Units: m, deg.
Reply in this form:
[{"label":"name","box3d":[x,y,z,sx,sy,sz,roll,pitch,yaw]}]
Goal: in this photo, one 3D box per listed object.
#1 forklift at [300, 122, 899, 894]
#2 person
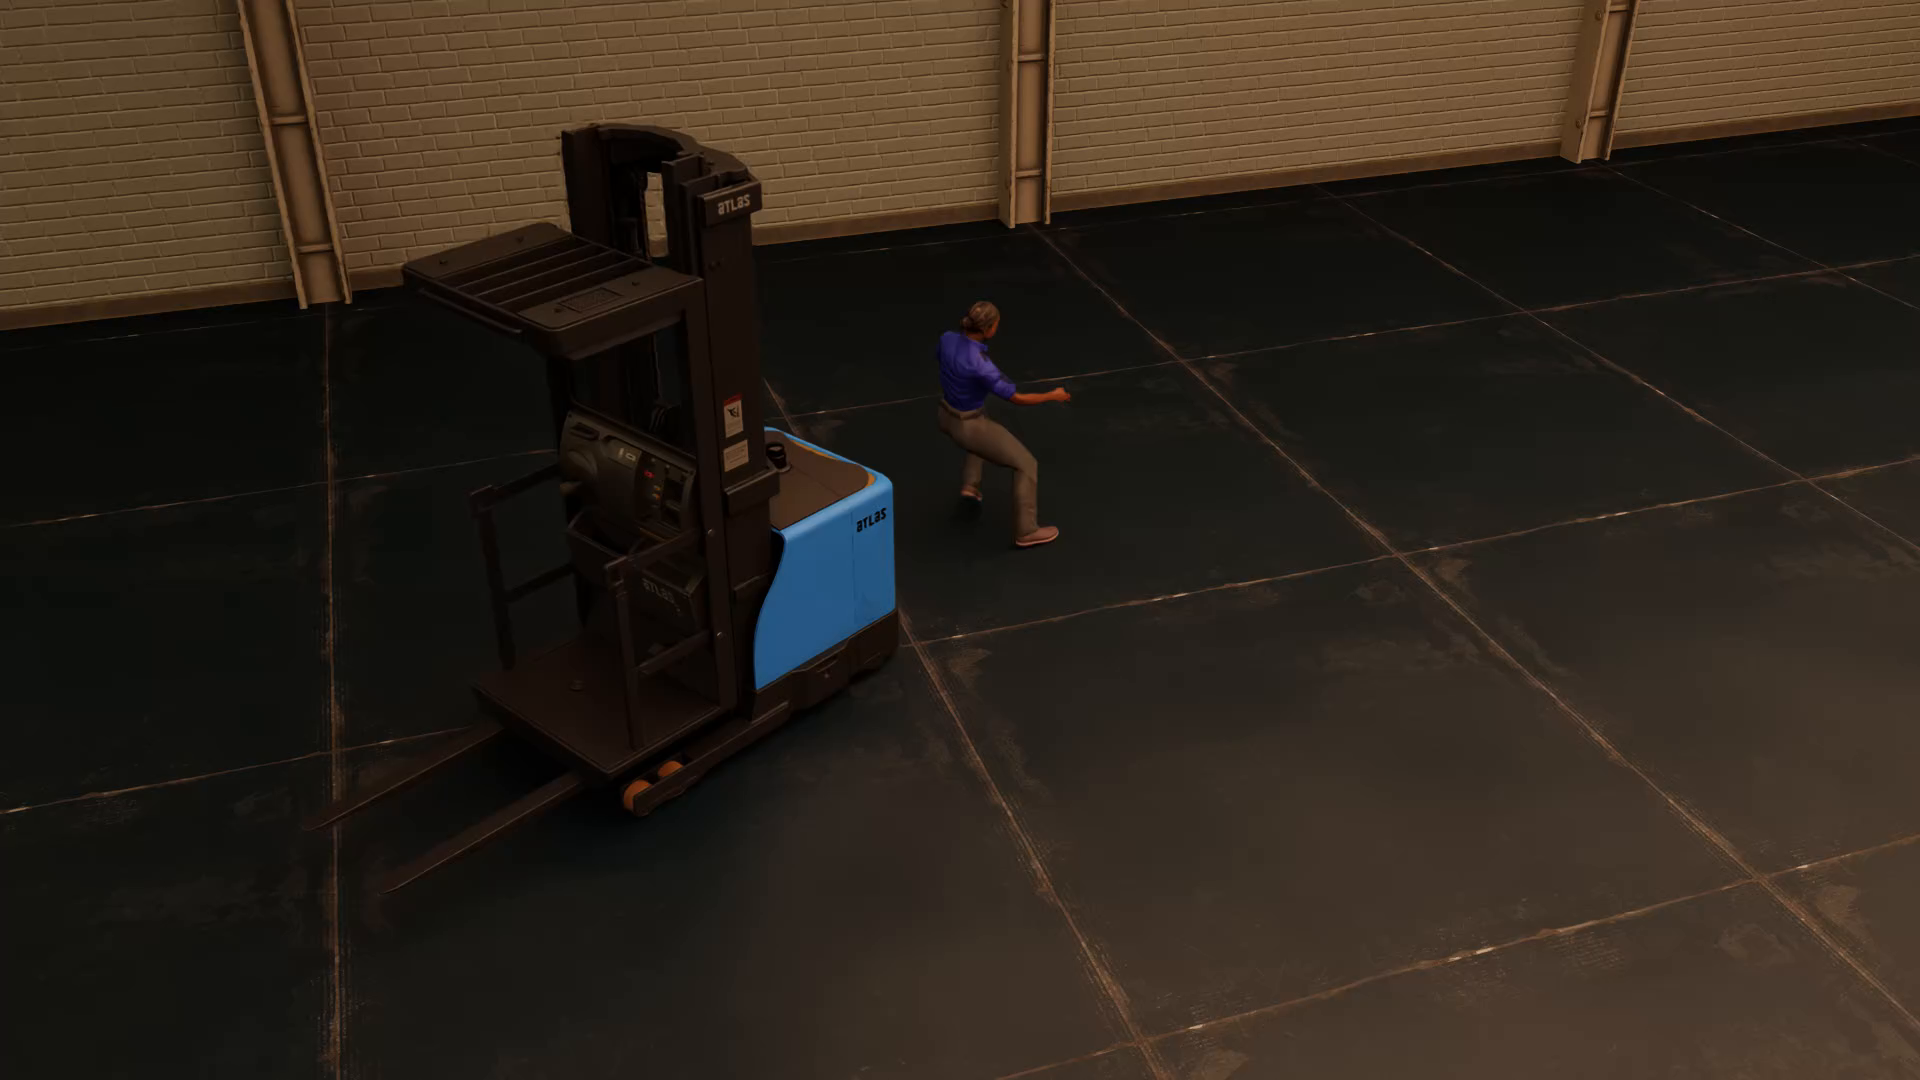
[{"label":"forklift","box3d":[-1.678,-0.264,7.546,1.130,2.935,3.031,24,38,35]},{"label":"person","box3d":[0.220,-0.771,9.884,0.686,1.475,0.860,-19,35,-29]}]
